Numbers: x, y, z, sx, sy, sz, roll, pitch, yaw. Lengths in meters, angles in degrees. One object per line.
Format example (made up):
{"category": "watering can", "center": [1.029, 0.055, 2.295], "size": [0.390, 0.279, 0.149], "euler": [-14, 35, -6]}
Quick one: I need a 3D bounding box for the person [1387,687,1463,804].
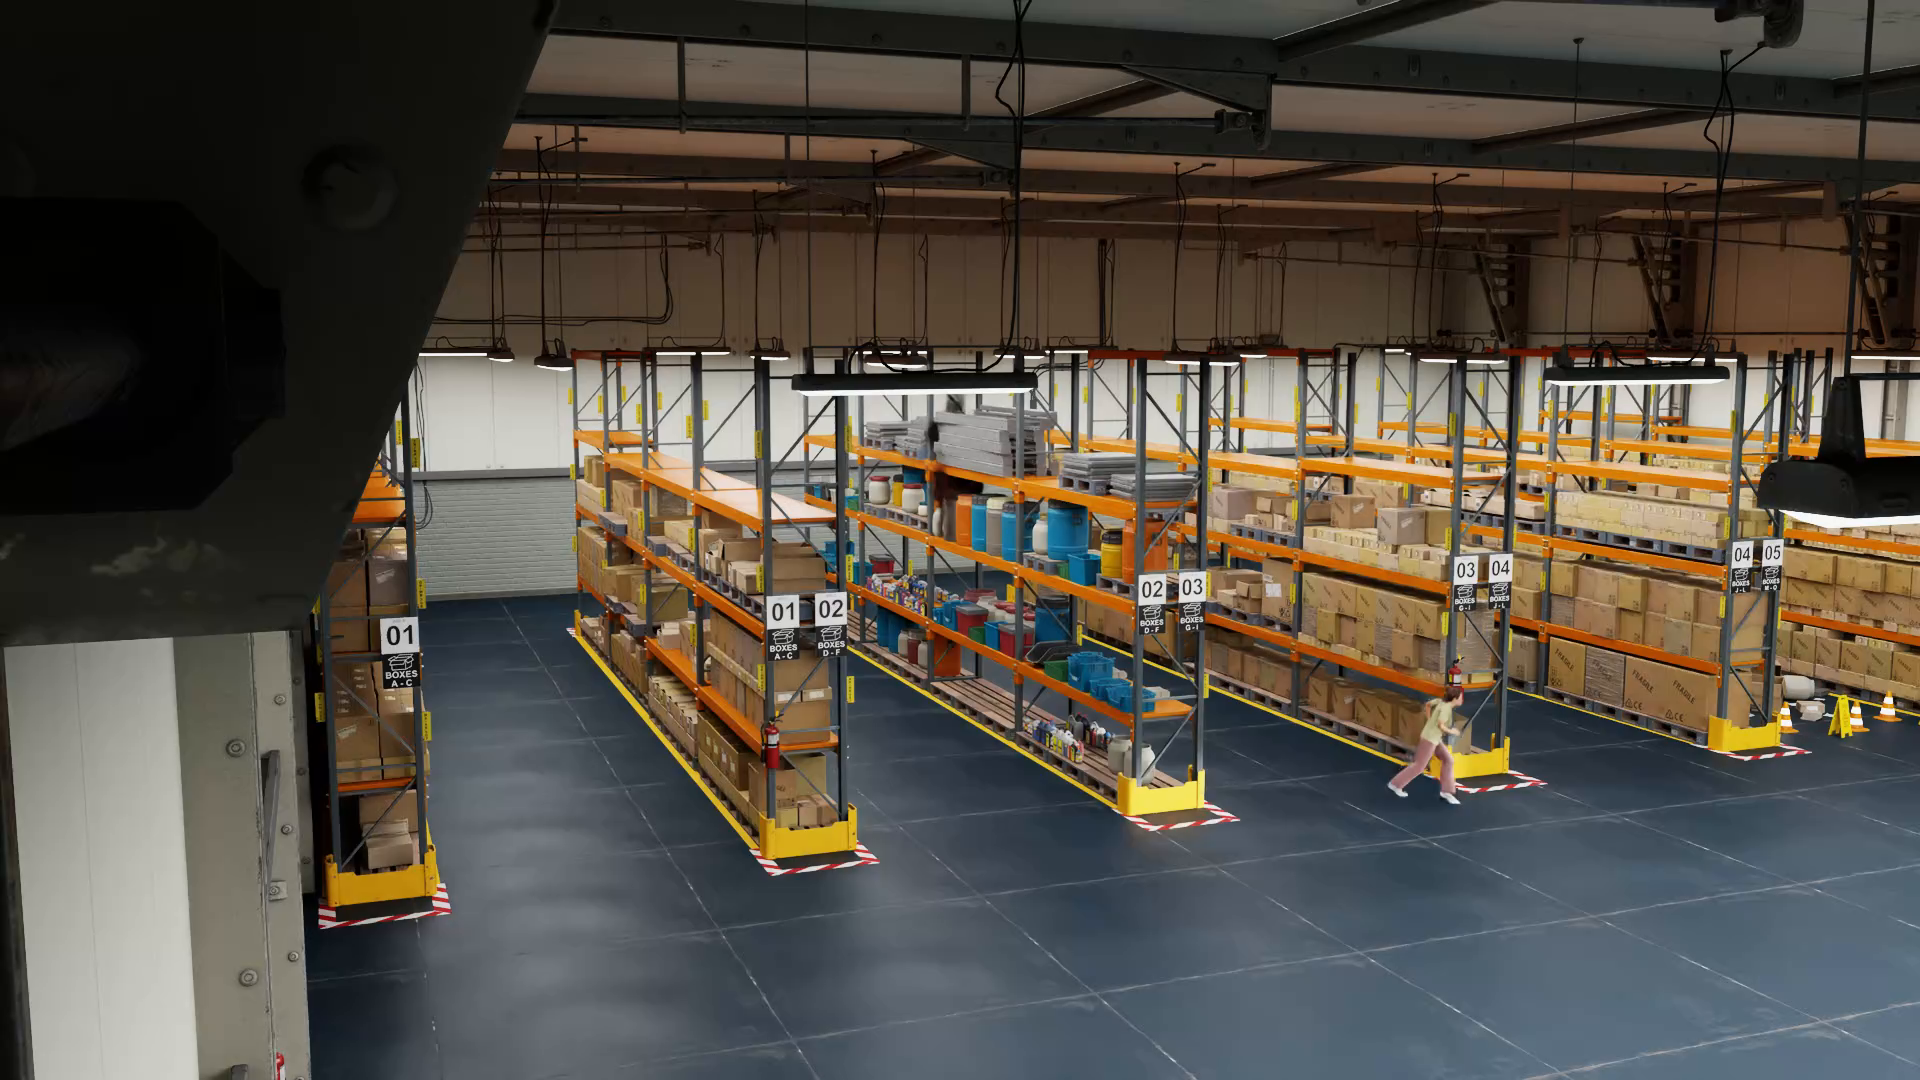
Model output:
{"category": "person", "center": [6.291, 2.777, 22.490], "size": [0.963, 1.627, 0.617], "euler": [1, 7, 8]}
